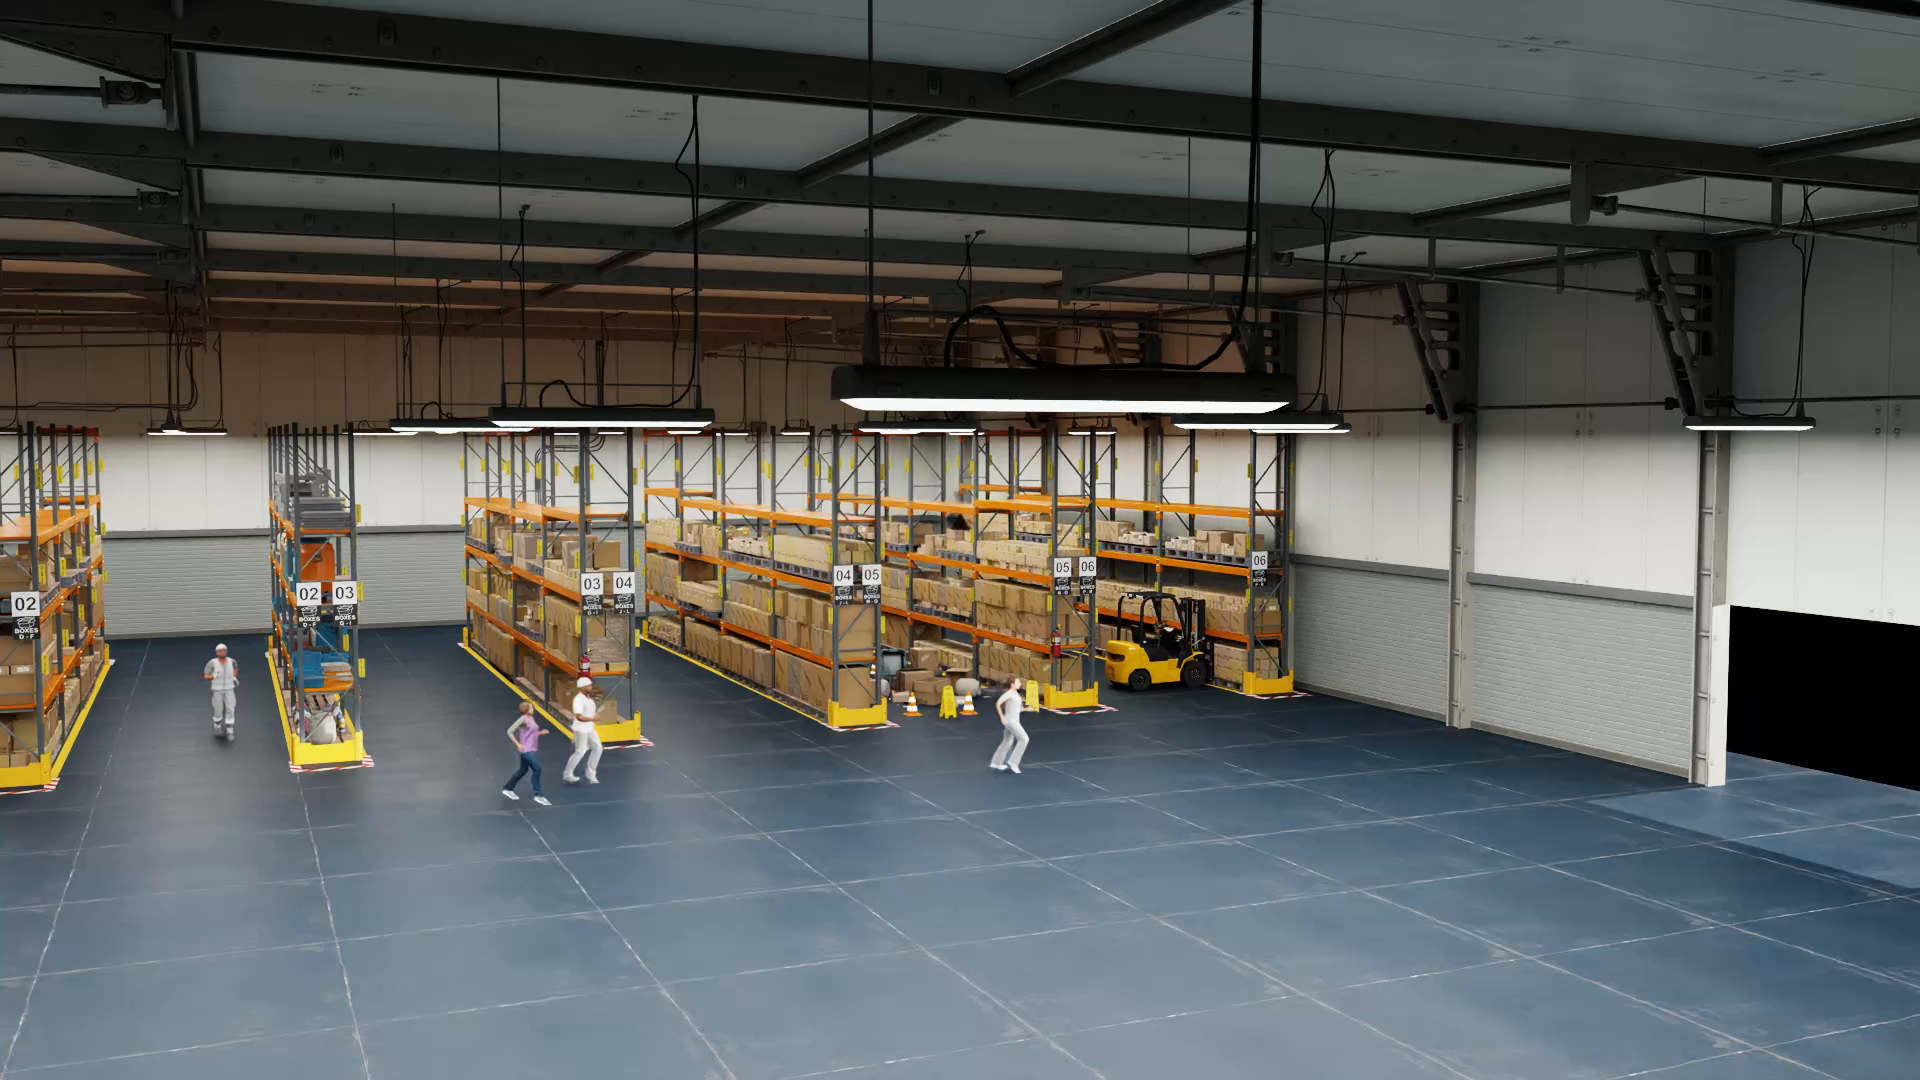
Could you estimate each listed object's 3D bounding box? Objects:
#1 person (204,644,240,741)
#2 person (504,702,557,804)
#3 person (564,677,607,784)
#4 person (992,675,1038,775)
[{"bbox_3d":[-13.933,2.861,31.454,0.650,1.781,0.962,-2,4,-35],"label":"person"},{"bbox_3d":[-6.715,3.314,25.942,0.854,1.605,0.527,0,3,1],"label":"person"},{"bbox_3d":[-6.163,3.175,27.478,0.757,1.847,0.724,0,4,8],"label":"person"},{"bbox_3d":[0.933,3.153,28.407,0.816,1.714,0.528,1,4,12],"label":"person"}]
